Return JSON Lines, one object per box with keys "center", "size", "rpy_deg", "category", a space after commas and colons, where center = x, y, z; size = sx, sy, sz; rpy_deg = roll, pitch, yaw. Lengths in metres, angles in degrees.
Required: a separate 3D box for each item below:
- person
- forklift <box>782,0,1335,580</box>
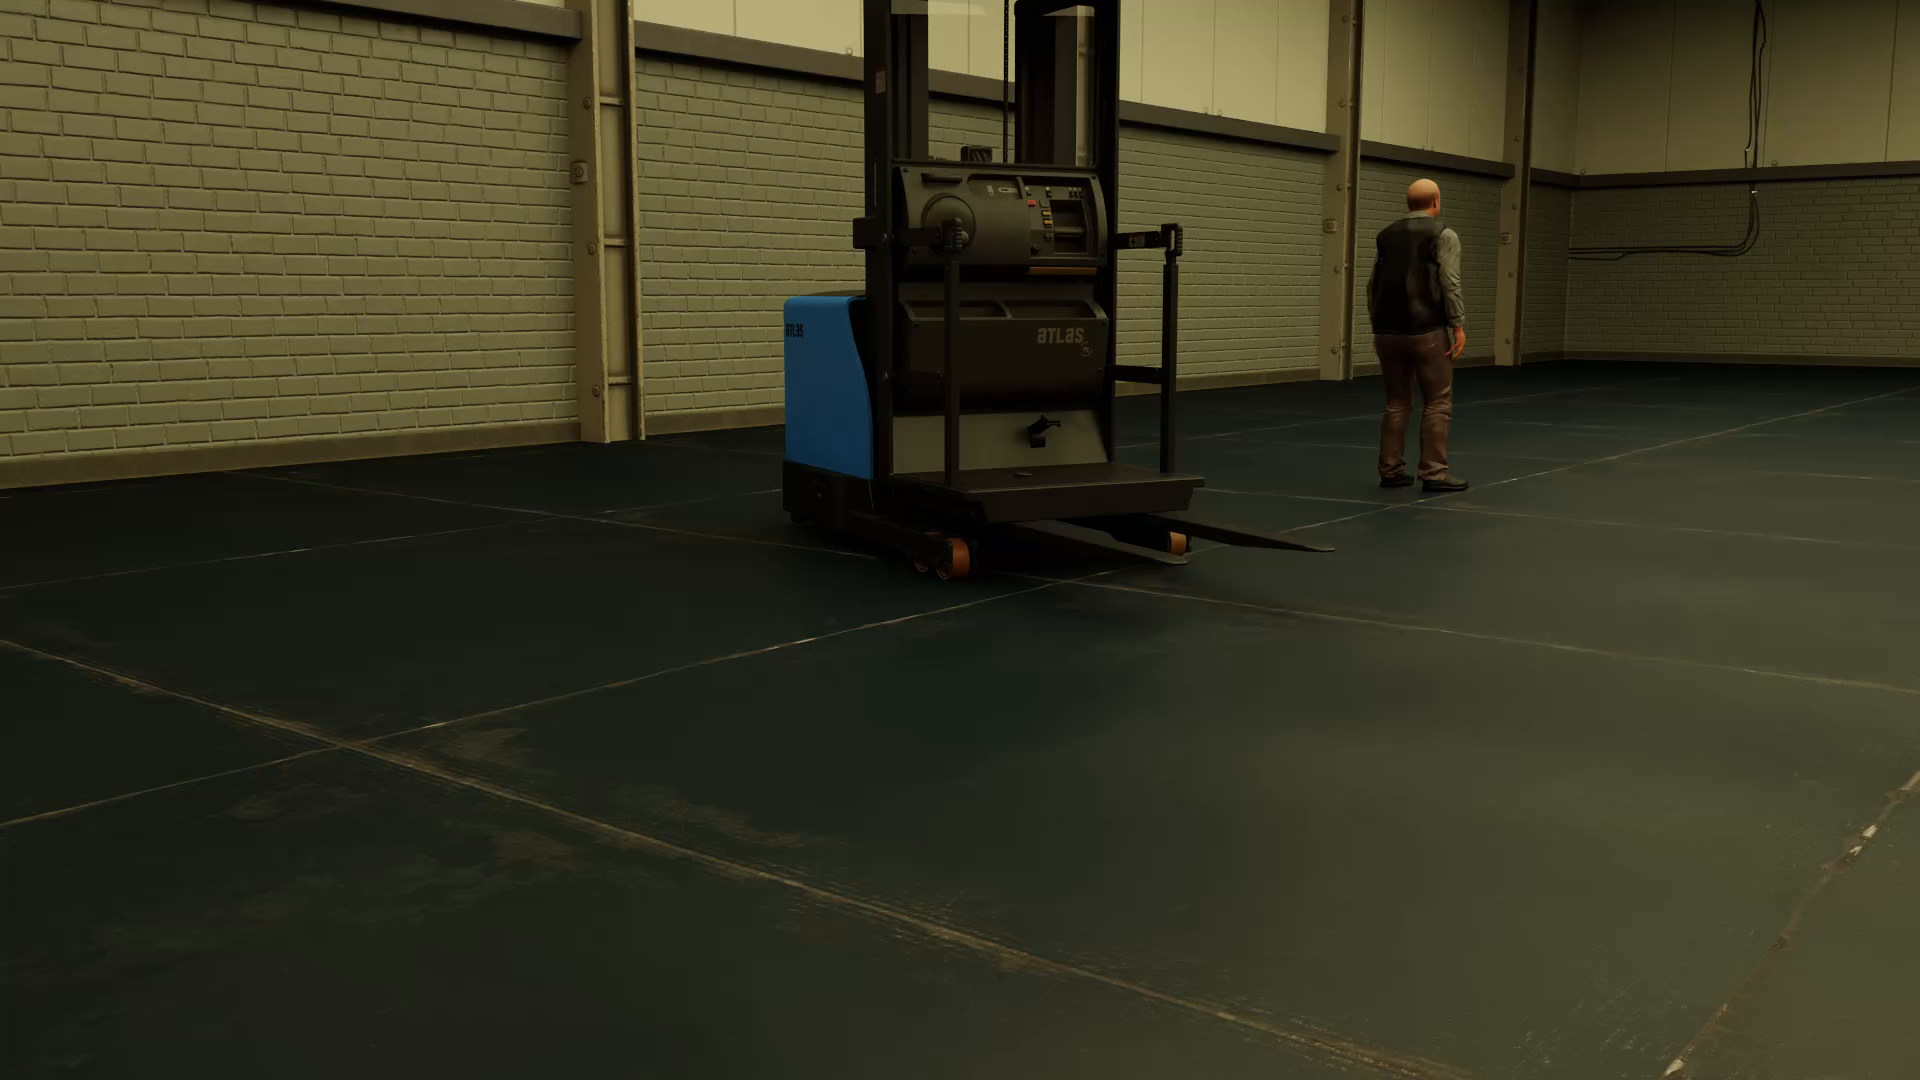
{"center": [2.540, -1.146, 9.299], "size": [0.425, 1.720, 0.593], "rpy_deg": [-7, 11, -40], "category": "person"}
{"center": [0.285, -1.370, 6.646], "size": [1.130, 2.935, 3.031], "rpy_deg": [-4, 9, -27], "category": "forklift"}
